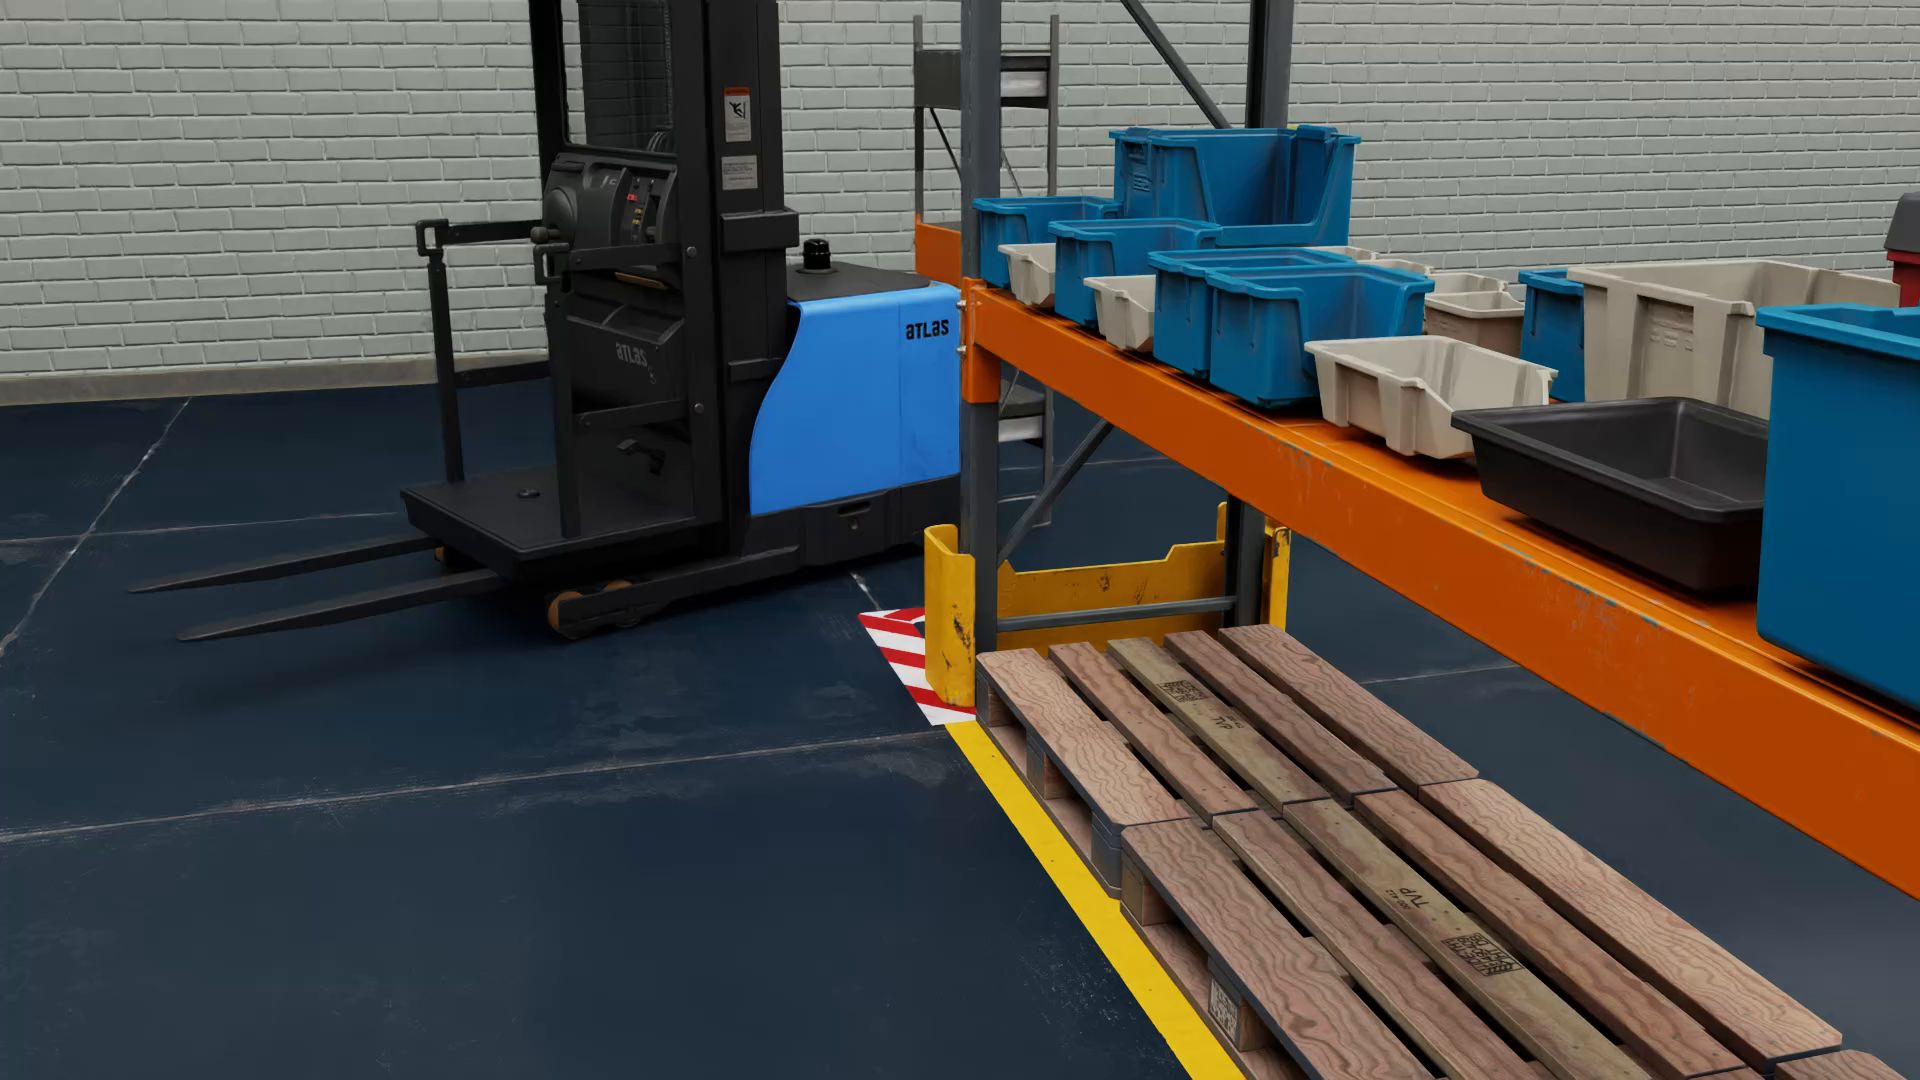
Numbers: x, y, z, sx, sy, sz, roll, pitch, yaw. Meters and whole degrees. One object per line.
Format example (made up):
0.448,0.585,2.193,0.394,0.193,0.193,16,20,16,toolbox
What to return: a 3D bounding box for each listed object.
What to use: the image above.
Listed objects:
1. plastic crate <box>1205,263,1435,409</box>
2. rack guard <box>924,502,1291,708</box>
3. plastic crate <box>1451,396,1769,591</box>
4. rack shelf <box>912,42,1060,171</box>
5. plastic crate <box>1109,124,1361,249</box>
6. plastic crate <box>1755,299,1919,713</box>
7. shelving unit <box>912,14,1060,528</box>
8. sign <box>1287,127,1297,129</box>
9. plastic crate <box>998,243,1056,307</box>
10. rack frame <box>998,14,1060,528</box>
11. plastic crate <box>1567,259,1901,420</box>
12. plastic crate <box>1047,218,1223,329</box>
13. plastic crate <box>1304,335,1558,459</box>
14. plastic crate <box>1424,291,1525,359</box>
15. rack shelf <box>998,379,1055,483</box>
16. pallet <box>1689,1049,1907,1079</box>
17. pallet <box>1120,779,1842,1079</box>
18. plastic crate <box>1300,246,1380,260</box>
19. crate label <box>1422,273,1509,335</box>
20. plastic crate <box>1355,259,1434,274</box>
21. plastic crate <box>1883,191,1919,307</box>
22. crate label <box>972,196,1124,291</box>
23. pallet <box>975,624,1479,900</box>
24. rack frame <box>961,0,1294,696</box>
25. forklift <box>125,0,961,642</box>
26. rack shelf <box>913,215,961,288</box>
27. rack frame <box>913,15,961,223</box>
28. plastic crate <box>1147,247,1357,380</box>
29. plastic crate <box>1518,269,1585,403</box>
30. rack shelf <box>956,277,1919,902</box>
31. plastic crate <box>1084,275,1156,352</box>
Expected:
0.694,-0.402,3.262,0.416,0.233,0.300,-5,17,-15,plastic crate
0.480,0.197,5.427,1.175,0.500,0.348,-5,17,-15,rack guard
1.032,-0.073,2.357,0.437,0.125,0.590,-5,17,-15,plastic crate
0.101,-1.763,6.785,0.431,0.518,0.480,-8,19,-26,rack shelf
0.770,-0.962,4.776,0.616,0.435,0.499,-5,17,-15,plastic crate
1.142,-0.011,1.699,0.392,0.384,0.575,-5,17,-15,plastic crate
0.101,-1.105,6.982,0.431,2.100,0.503,-8,19,-26,shelving unit
1.023,-1.121,5.185,0.100,0.325,0.005,-5,17,-15,sign
0.259,-0.707,4.447,0.250,0.136,0.298,-5,17,-15,plastic crate
0.211,-1.043,6.774,0.400,2.100,0.015,-8,19,-26,rack frame
1.356,-0.297,2.829,0.437,0.282,0.530,-5,17,-15,plastic crate
0.431,-0.667,4.144,0.416,0.233,0.300,-5,17,-15,plastic crate
0.831,-0.248,2.919,0.293,0.136,0.466,-5,17,-15,plastic crate
1.162,-0.449,3.587,0.298,0.136,0.250,-5,17,-15,plastic crate
0.101,-0.422,7.188,0.431,0.518,0.480,-8,19,-26,rack shelf
1.359,1.247,2.434,1.003,0.211,1.213,-5,17,-15,pallet
1.020,0.909,3.559,1.003,0.211,1.213,-5,17,-15,pallet
0.897,-0.686,4.375,0.396,0.136,0.243,-5,17,-15,plastic crate
1.063,-0.529,3.854,0.396,0.136,0.243,-5,17,-15,crate label
0.963,-0.604,4.104,0.396,0.136,0.243,-5,17,-15,plastic crate
1.594,-0.214,2.236,0.402,0.464,0.583,-5,17,-15,plastic crate
0.250,-0.849,4.750,0.416,0.233,0.303,-5,17,-15,crate label
0.688,0.572,4.681,1.003,0.211,1.213,-5,17,-15,pallet
0.499,-0.995,5.049,1.000,3.000,0.127,-5,17,-15,rack frame
-1.445,-1.228,5.944,3.031,2.935,1.130,-13,21,-37,forklift
0.101,-1.092,6.986,0.431,0.518,0.480,-8,19,-26,rack shelf
-0.009,-1.168,7.191,0.400,2.100,0.015,-8,19,-26,rack frame
0.612,-0.485,3.538,0.416,0.233,0.300,-5,17,-15,plastic crate
1.310,-0.395,3.241,0.416,0.233,0.300,-5,17,-15,plastic crate
1.048,-0.097,3.311,1.077,0.370,4.000,-5,17,-15,rack shelf
0.445,-0.520,3.823,0.250,0.136,0.298,-5,17,-15,plastic crate
